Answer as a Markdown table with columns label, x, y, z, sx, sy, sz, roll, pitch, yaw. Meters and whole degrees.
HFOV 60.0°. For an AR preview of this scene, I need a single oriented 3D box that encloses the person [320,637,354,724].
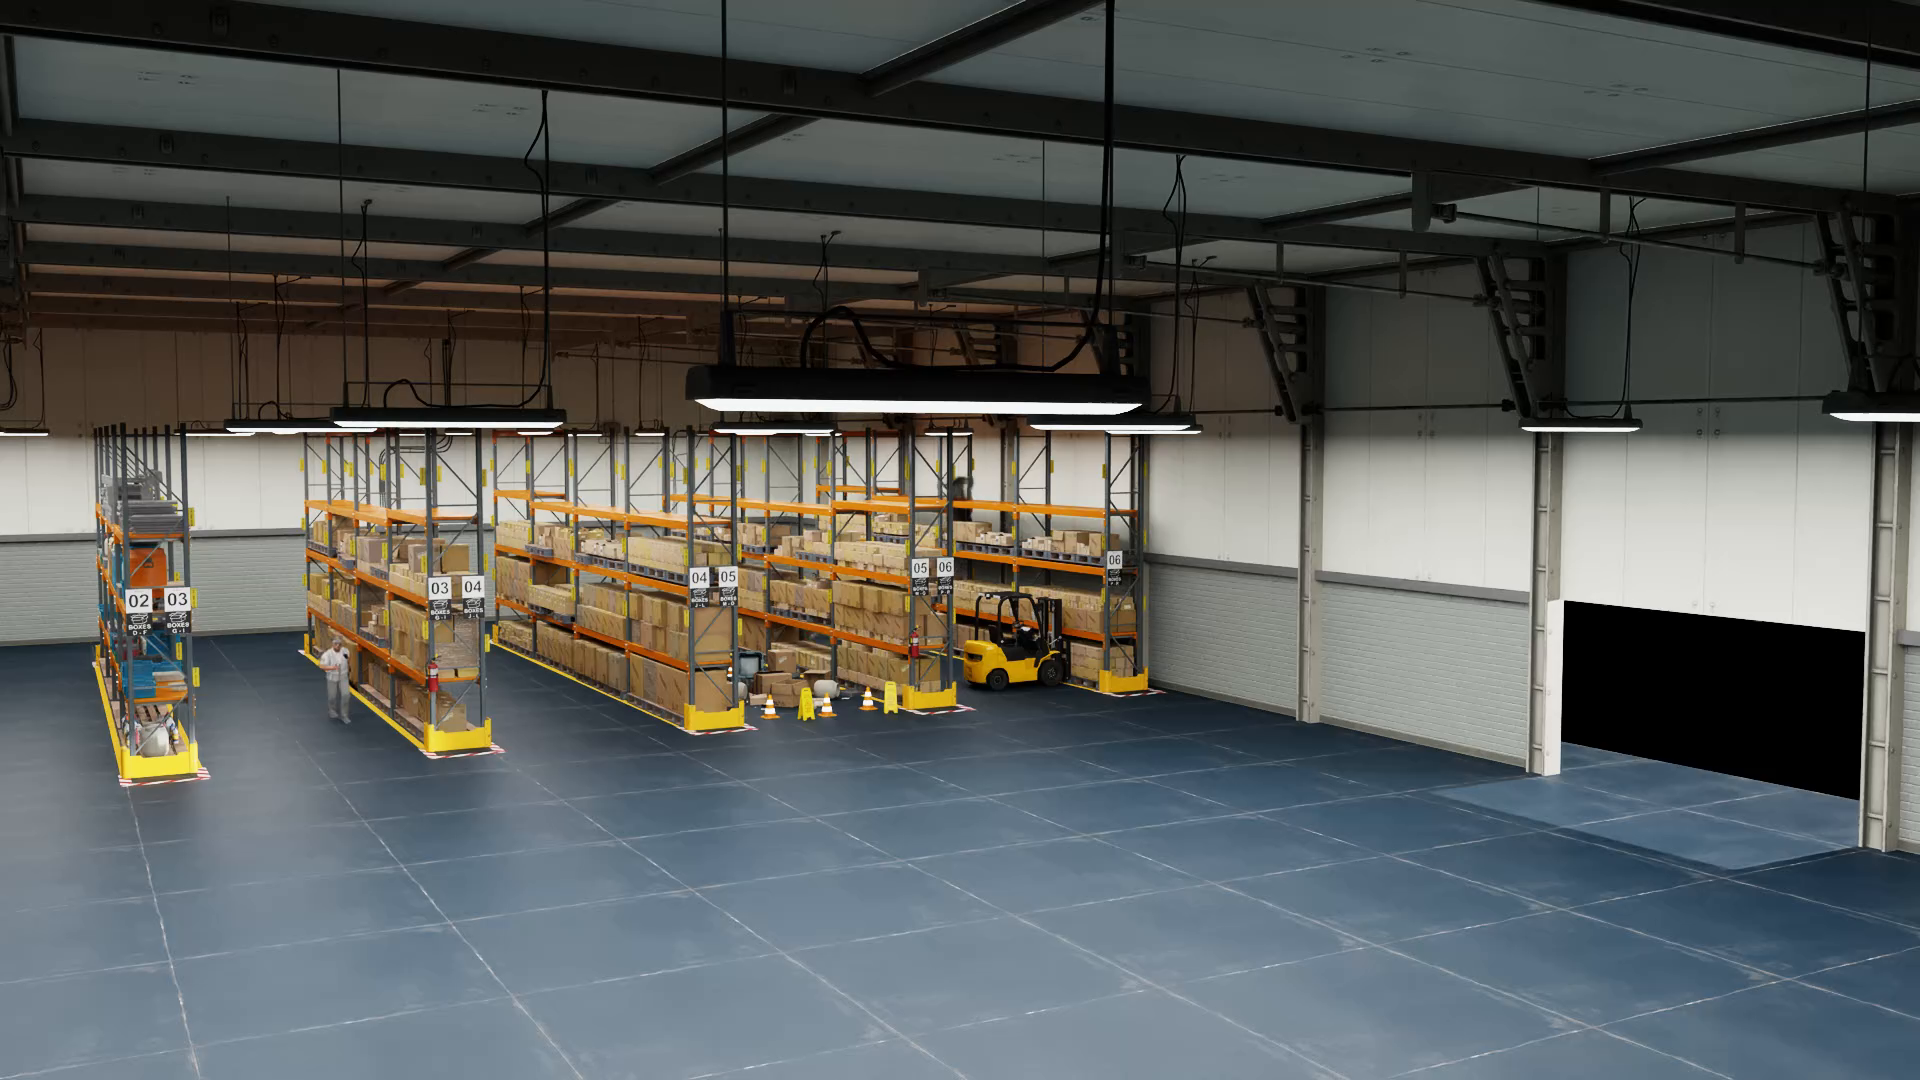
| label | x | y | z | sx | sy | sz | roll | pitch | yaw |
| --- | --- | --- | --- | --- | --- | --- | --- | --- | --- |
| person | -12.637 | 2.815 | 33.722 | 0.667 | 1.774 | 0.992 | -2 | 4 | -30 |

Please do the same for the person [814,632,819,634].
| label | x | y | z | sx | sy | sz | roll | pitch | yaw |
| --- | --- | --- | --- | --- | --- | --- | --- | --- | --- |
| person | -3.975 | 1.957 | 47.990 | 0.729 | 1.534 | 0.580 | 2 | 4 | 28 |

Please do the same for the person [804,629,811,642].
| label | x | y | z | sx | sy | sz | roll | pitch | yaw |
| --- | --- | --- | --- | --- | --- | --- | --- | --- | --- |
| person | -4.297 | 2.158 | 45.386 | 0.673 | 1.640 | 0.817 | -1 | 4 | -23 |
